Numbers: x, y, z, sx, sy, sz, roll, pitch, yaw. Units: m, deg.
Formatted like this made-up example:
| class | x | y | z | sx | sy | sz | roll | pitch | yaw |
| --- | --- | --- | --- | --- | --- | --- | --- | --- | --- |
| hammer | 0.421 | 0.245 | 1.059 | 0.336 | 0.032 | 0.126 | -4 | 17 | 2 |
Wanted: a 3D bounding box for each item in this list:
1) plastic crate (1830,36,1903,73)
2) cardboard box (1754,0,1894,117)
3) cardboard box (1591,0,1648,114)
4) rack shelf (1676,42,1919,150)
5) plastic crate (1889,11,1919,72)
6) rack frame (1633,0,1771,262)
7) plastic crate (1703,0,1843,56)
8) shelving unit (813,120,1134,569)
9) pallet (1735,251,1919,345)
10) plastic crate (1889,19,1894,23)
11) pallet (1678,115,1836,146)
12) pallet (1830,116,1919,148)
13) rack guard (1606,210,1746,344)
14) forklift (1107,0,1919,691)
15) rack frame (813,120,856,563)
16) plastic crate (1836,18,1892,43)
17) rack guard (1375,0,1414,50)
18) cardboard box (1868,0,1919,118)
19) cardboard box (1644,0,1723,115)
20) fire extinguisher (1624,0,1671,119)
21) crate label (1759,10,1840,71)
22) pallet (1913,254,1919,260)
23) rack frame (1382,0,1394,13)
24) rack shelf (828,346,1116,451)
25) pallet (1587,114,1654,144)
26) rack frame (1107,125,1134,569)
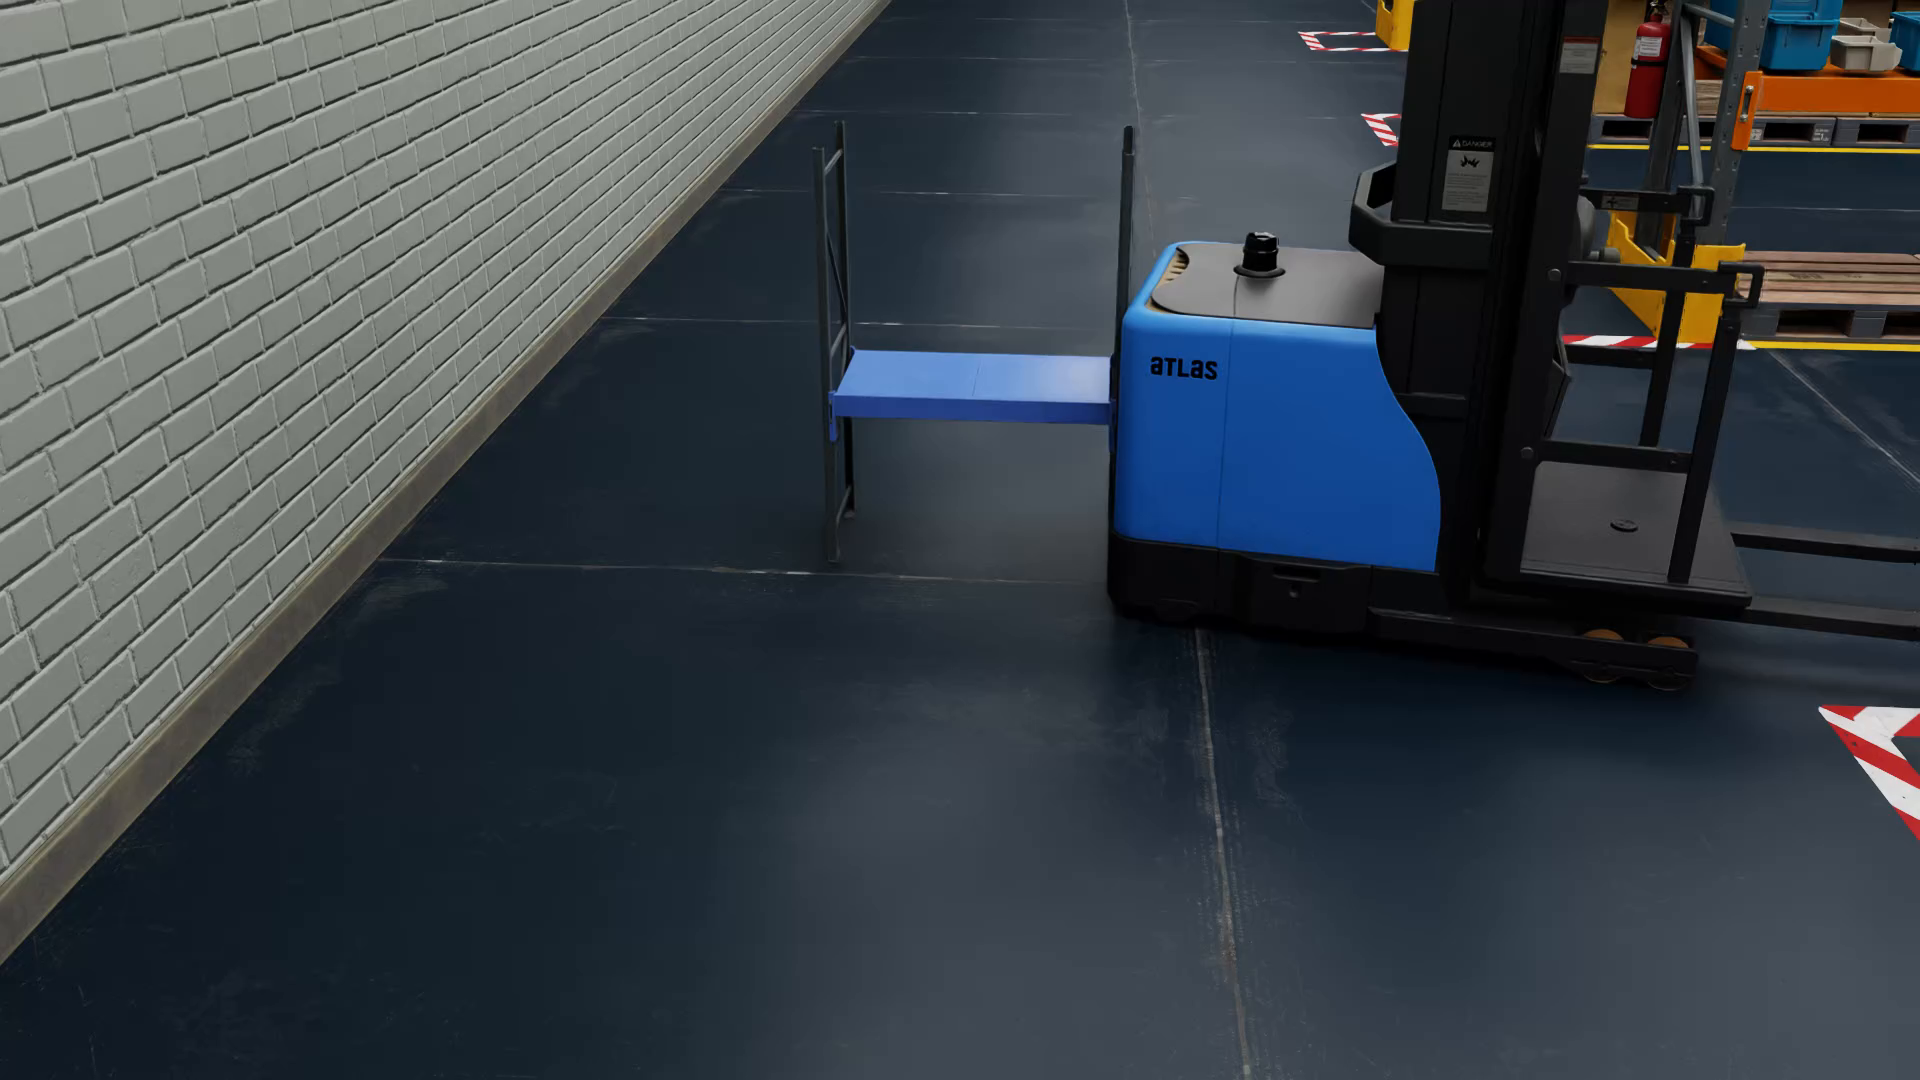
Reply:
| class | x | y | z | sx | sy | sz | roll | pitch | yaw |
| --- | --- | --- | --- | --- | --- | --- | --- | --- | --- |
| plastic crate | 4.323 | -2.324 | 7.955 | 0.298 | 0.136 | 0.250 | 2 | 25 | 4 |
| cardboard box | 6.607 | -3.851 | 13.070 | 0.875 | 0.875 | 0.875 | 2 | 25 | 4 |
| cardboard box | 4.812 | -3.909 | 13.196 | 0.875 | 0.875 | 0.875 | 2 | 25 | 4 |
| rack shelf | 5.783 | -2.215 | 8.336 | 4.000 | 0.370 | 1.077 | 2 | 25 | 4 |
| plastic crate | 4.666 | -2.391 | 7.986 | 0.300 | 0.233 | 0.416 | 2 | 25 | 4 |
| rack frame | 3.789 | -2.606 | 8.325 | 0.127 | 3.000 | 1.000 | 2 | 25 | 4 |
| plastic crate | 4.137 | -2.716 | 8.451 | 0.499 | 0.435 | 0.616 | 2 | 25 | 4 |
| shelving unit | 0.061 | -0.683 | 5.939 | 1.048 | 1.500 | 0.538 | 2 | 25 | 5 |
| pallet | 4.608 | -1.297 | 8.815 | 1.213 | 0.211 | 1.003 | 2 | 25 | 4 |
| plastic crate | 4.904 | -2.548 | 8.442 | 0.243 | 0.136 | 0.396 | 2 | 25 | 4 |
| pallet | 6.184 | -3.370 | 13.322 | 1.213 | 0.211 | 1.003 | 2 | 25 | 4 |
| pallet | 7.404 | -3.332 | 13.240 | 1.213 | 0.211 | 1.003 | 2 | 25 | 4 |
| rack guard | 3.764 | -1.466 | 8.837 | 0.348 | 0.500 | 1.175 | 2 | 25 | 4 |
| forklift | 2.077 | -1.105 | 5.144 | 3.031 | 2.935 | 1.130 | 6 | 25 | 14 |
| rack frame | -0.445 | -0.701 | 5.980 | 0.032 | 1.500 | 0.500 | 2 | 25 | 5 |
| plastic crate | 4.616 | -2.563 | 8.475 | 0.243 | 0.136 | 0.396 | 2 | 25 | 4 |
| rack guard | 4.724 | -5.596 | 17.814 | 0.348 | 0.500 | 1.175 | 2 | 25 | 4 |
| cardboard box | 7.504 | -3.822 | 13.008 | 0.875 | 0.875 | 0.875 | 2 | 25 | 4 |
| cardboard box | 5.719 | -3.880 | 13.132 | 0.875 | 0.875 | 0.875 | 2 | 25 | 4 |
| fire extinguisher | 3.673 | -2.596 | 8.841 | 0.183 | 0.674 | 0.296 | 2 | 25 | 4 |
| crate label | 4.010 | -2.412 | 8.032 | 0.303 | 0.233 | 0.416 | 2 | 25 | 4 |
| pallet | 5.821 | -1.257 | 8.728 | 1.213 | 0.211 | 1.003 | 2 | 25 | 4 |
| rack frame | 4.648 | -6.734 | 17.297 | 0.127 | 3.000 | 1.000 | 2 | 25 | 4 |
| rack shelf | 0.061 | -0.519 | 6.015 | 1.000 | 0.185 | 0.538 | 2 | 25 | 5 |
| pallet | 4.971 | -3.410 | 13.409 | 1.213 | 0.211 | 1.003 | 2 | 25 | 4 |
| rack frame | 0.568 | -0.664 | 5.899 | 0.032 | 1.500 | 0.500 | 2 | 25 | 5 |
